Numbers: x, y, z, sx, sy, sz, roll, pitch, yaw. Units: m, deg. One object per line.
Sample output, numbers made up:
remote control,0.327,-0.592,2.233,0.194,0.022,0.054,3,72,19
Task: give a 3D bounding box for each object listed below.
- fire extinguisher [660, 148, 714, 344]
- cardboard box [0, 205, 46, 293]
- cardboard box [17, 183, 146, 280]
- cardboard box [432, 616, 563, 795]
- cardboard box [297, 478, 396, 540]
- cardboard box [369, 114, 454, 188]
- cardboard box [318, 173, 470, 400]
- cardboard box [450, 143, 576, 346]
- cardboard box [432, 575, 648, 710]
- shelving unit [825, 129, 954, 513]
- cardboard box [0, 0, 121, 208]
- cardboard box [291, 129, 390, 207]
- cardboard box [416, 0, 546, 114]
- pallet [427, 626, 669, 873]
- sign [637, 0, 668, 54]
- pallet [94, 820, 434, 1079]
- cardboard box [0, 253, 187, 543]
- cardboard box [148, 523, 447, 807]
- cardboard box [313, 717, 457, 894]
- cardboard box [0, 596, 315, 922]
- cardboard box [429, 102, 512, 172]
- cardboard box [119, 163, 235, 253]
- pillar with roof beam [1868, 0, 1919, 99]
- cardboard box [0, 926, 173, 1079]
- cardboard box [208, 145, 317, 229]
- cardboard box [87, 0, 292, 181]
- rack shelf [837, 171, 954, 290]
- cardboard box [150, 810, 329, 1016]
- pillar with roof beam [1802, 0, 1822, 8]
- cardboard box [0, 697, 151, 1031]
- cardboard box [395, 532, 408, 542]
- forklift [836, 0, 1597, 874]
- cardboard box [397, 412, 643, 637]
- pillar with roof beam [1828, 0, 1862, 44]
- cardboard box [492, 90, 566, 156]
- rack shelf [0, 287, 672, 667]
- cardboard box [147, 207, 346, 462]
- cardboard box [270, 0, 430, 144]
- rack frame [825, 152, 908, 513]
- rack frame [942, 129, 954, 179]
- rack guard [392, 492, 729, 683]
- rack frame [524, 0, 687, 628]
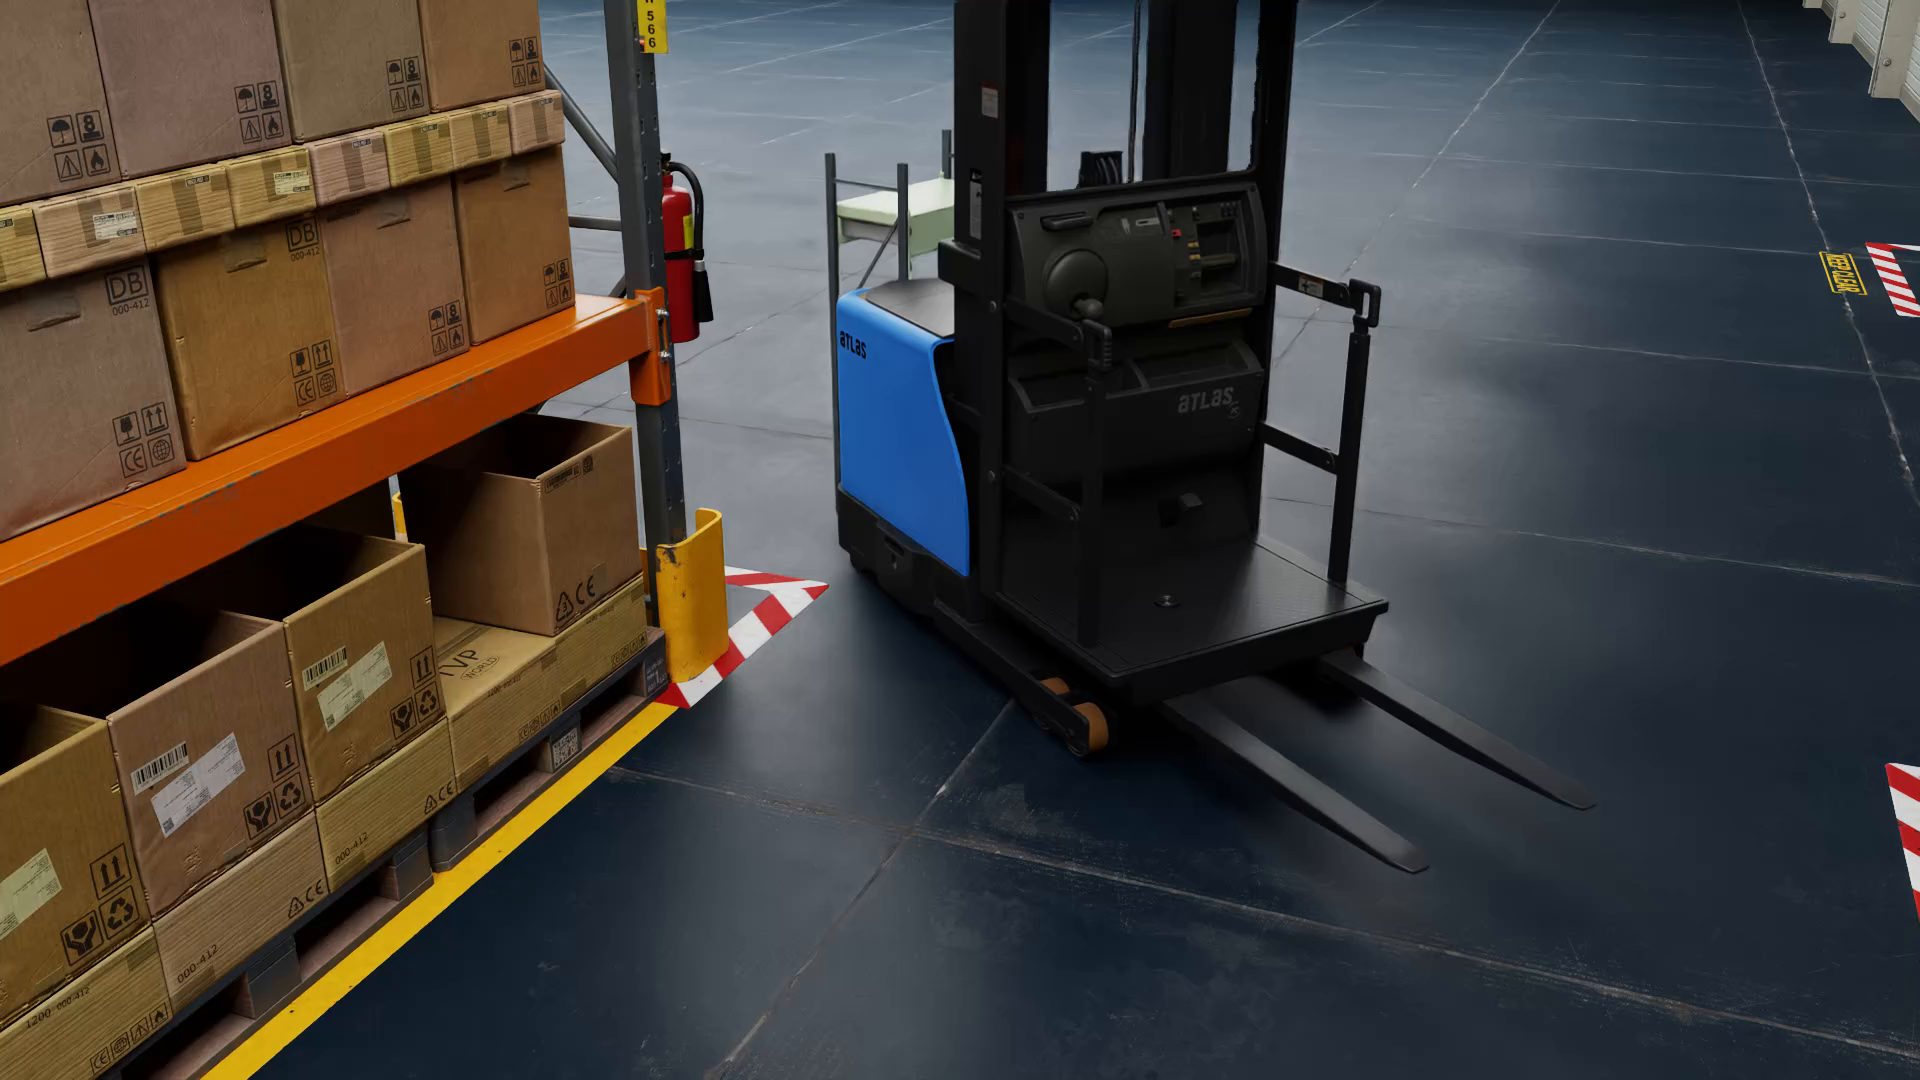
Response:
fire extinguisher,-0.931,-0.971,5.284,0.296,0.674,0.183,9,24,20
cardboard box,-2.040,-0.569,3.248,0.380,0.149,0.250,9,24,20
cardboard box,-1.945,-0.657,3.461,0.380,0.149,0.250,8,24,19
cardboard box,-1.505,0.459,4.783,0.500,0.250,0.500,9,24,20
cardboard box,-1.996,0.037,4.820,0.500,0.500,0.500,9,24,20
cardboard box,-1.562,-1.027,4.347,0.380,0.149,0.250,8,24,19
cardboard box,-1.782,-0.724,4.461,0.700,0.500,0.500,9,24,21
cardboard box,-1.591,-0.912,4.912,0.700,0.500,0.500,9,24,20
cardboard box,-1.331,0.278,5.216,0.500,0.250,0.500,9,24,20
shelving unit,-0.136,-0.878,6.905,0.431,1.500,0.755,17,28,34
cardboard box,-2.174,-0.943,3.303,0.700,0.500,0.500,9,24,20
cardboard box,-1.657,-0.938,4.132,0.380,0.149,0.250,9,24,21
cardboard box,-1.611,-1.492,4.617,0.700,0.500,0.500,9,24,20
pallet,-1.651,0.535,5.195,1.003,0.211,1.213,9,24,20
sign,-0.907,-1.592,4.861,0.100,0.325,0.005,9,24,20
pallet,-2.106,0.970,4.154,1.003,0.211,1.213,9,24,20
cardboard box,-2.164,-0.358,3.585,0.700,0.500,0.500,10,24,22
cardboard box,-1.687,0.292,4.209,0.500,0.500,0.500,9,24,20
cardboard box,-1.690,0.638,4.354,0.500,0.250,0.500,9,24,20
cardboard box,-1.874,0.471,3.781,0.500,0.500,0.500,9,24,20
cardboard box,-1.467,-1.119,4.566,0.380,0.149,0.250,9,24,21
cardboard box,-1.851,-0.749,3.681,0.380,0.149,0.250,9,24,22
pillar with roof beam,6.427,-9.775,18.477,9.100,9.000,0.400,9,24,20
cardboard box,-2.057,0.996,3.496,0.500,0.250,0.500,9,24,20
cardboard box,-1.755,-0.844,3.907,0.380,0.149,0.250,10,25,22
cardboard box,-1.988,-1.122,3.733,0.700,0.500,0.500,9,24,20
rack shelf,-0.136,-1.238,6.755,0.431,0.370,0.720,17,28,34
cardboard box,-1.877,0.816,3.926,0.500,0.250,0.500,9,24,20
pillar with roof beam,10.884,-14.069,28.757,9.100,9.000,0.400,9,24,20
cardboard box,-2.058,0.650,3.352,0.500,0.500,0.500,9,24,20
cardboard box,-1.812,0.204,5.393,0.500,0.250,0.500,9,24,20
forklift,0.685,-0.883,5.062,1.130,2.935,3.031,-12,26,-27
cardboard box,-1.329,-0.068,5.070,0.500,0.500,0.500,9,24,20
pillar with roof beam,8.656,-11.922,23.617,9.100,9.000,0.400,9,24,20
cardboard box,-1.371,-1.213,4.790,0.380,0.149,0.250,8,24,19
rack shelf,-2.149,0.016,3.753,1.077,0.370,4.000,9,24,20
cardboard box,-1.972,-0.547,4.038,0.700,0.500,0.500,9,24,20
cardboard box,-1.801,-1.303,4.165,0.700,0.500,0.500,8,24,19
rack frame,-0.360,-0.766,6.638,0.400,1.500,0.023,17,28,34
rack frame,0.089,-0.989,7.172,0.400,1.500,0.023,17,28,34
rack guard,-1.397,0.113,5.830,1.175,0.500,0.348,9,24,20
rack frame,-1.406,-1.031,5.327,1.000,3.000,0.127,9,24,20
